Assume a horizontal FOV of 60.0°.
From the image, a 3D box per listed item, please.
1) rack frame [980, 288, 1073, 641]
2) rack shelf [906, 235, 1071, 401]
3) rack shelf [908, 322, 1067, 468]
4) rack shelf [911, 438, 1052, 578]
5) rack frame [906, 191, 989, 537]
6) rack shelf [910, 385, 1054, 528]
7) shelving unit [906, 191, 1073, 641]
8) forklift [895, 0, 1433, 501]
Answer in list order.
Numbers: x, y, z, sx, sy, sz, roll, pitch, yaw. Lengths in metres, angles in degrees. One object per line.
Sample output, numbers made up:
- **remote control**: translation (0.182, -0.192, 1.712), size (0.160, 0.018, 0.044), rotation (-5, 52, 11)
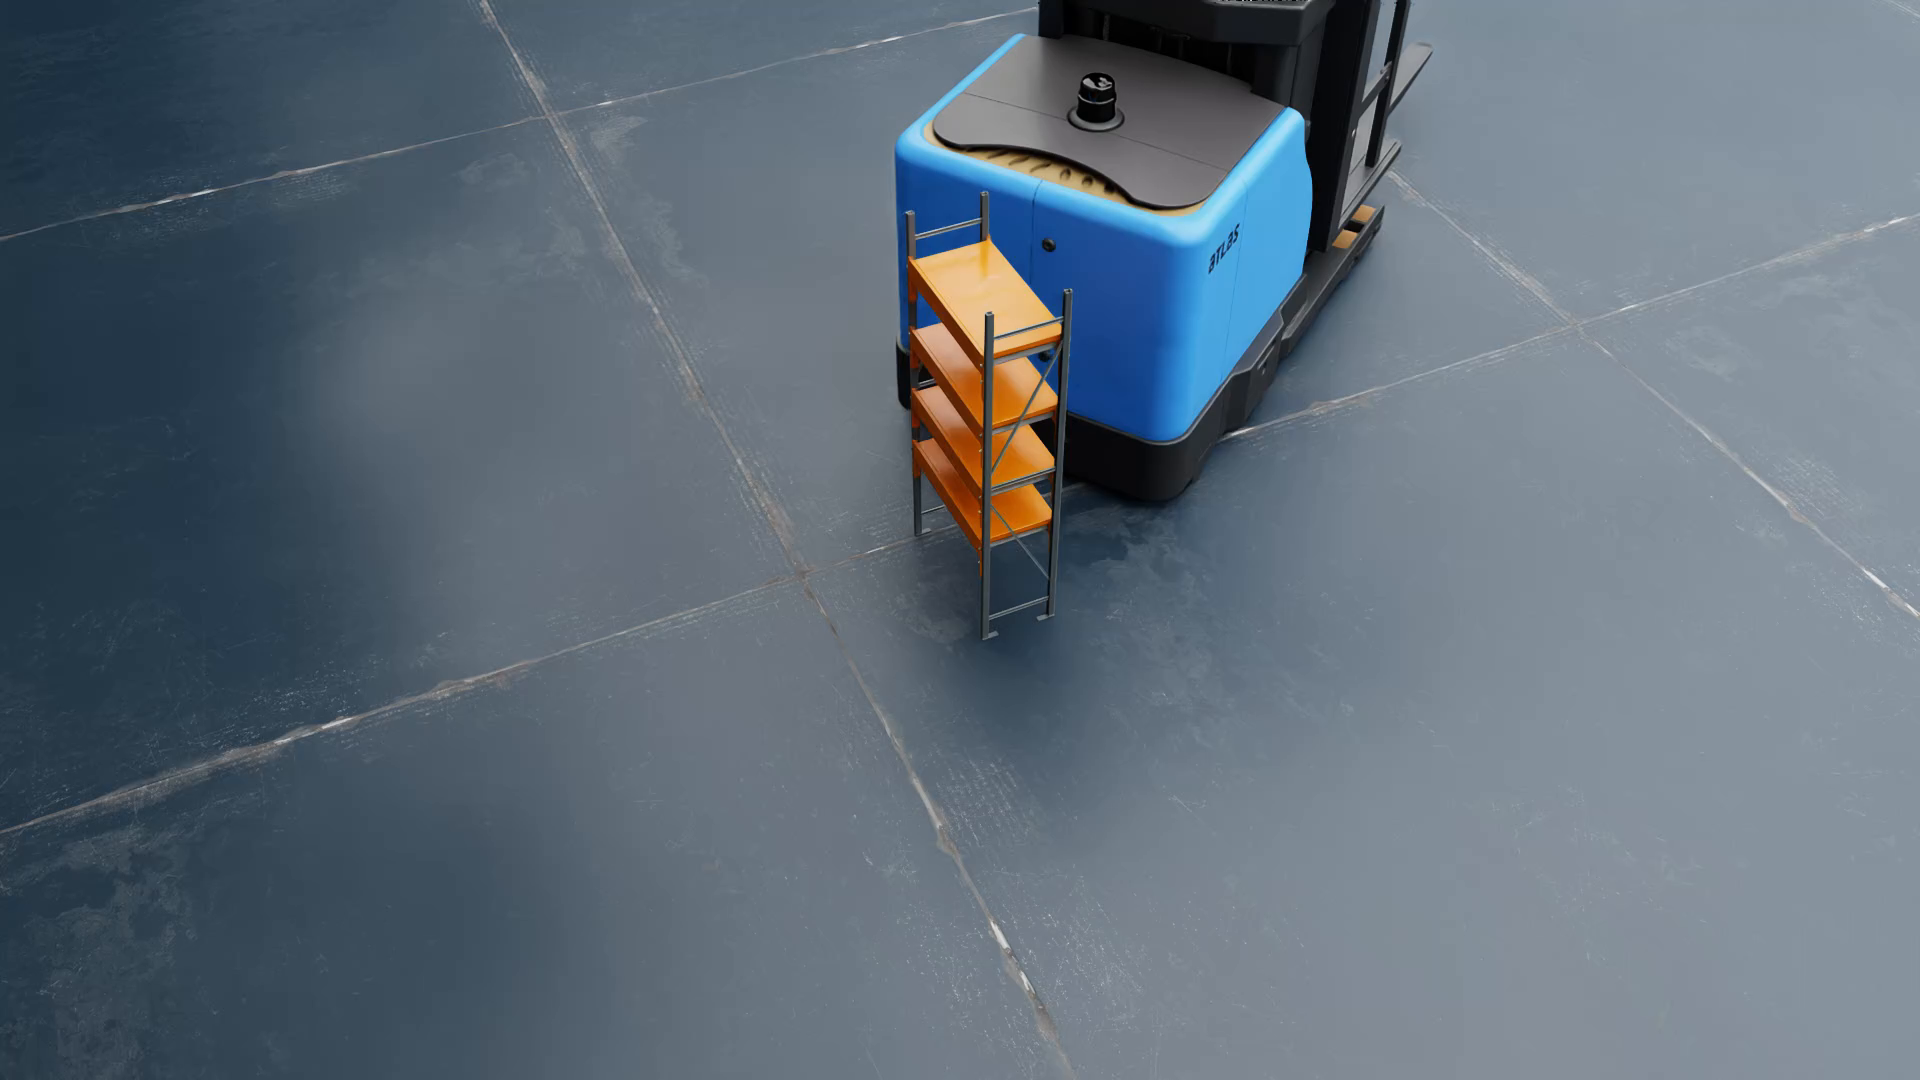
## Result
- **rack frame**: translation (0.172, -0.166, 4.564), size (0.240, 1.200, 0.015), rotation (-18, 47, -17)
- **rack shelf**: translation (0.070, -0.601, 4.446), size (0.258, 0.148, 0.480), rotation (-18, 47, -17)
- **rack shelf**: translation (0.070, -0.433, 4.612), size (0.258, 0.148, 0.480), rotation (-18, 47, -17)
- **rack shelf**: translation (0.070, -0.132, 4.908), size (0.258, 0.148, 0.480), rotation (-18, 47, -17)
- **rack frame**: translation (-0.033, -0.477, 4.879), size (0.240, 1.200, 0.015), rotation (-18, 47, -17)
- **rack shelf**: translation (0.070, -0.274, 4.769), size (0.258, 0.148, 0.480), rotation (-18, 47, -17)
- **shelving unit**: translation (0.070, -0.322, 4.722), size (0.258, 1.200, 0.503), rotation (-18, 47, -17)
- **forklift**: translation (0.963, -2.192, 5.384), size (1.130, 2.935, 3.031), rotation (22, 49, 21)
